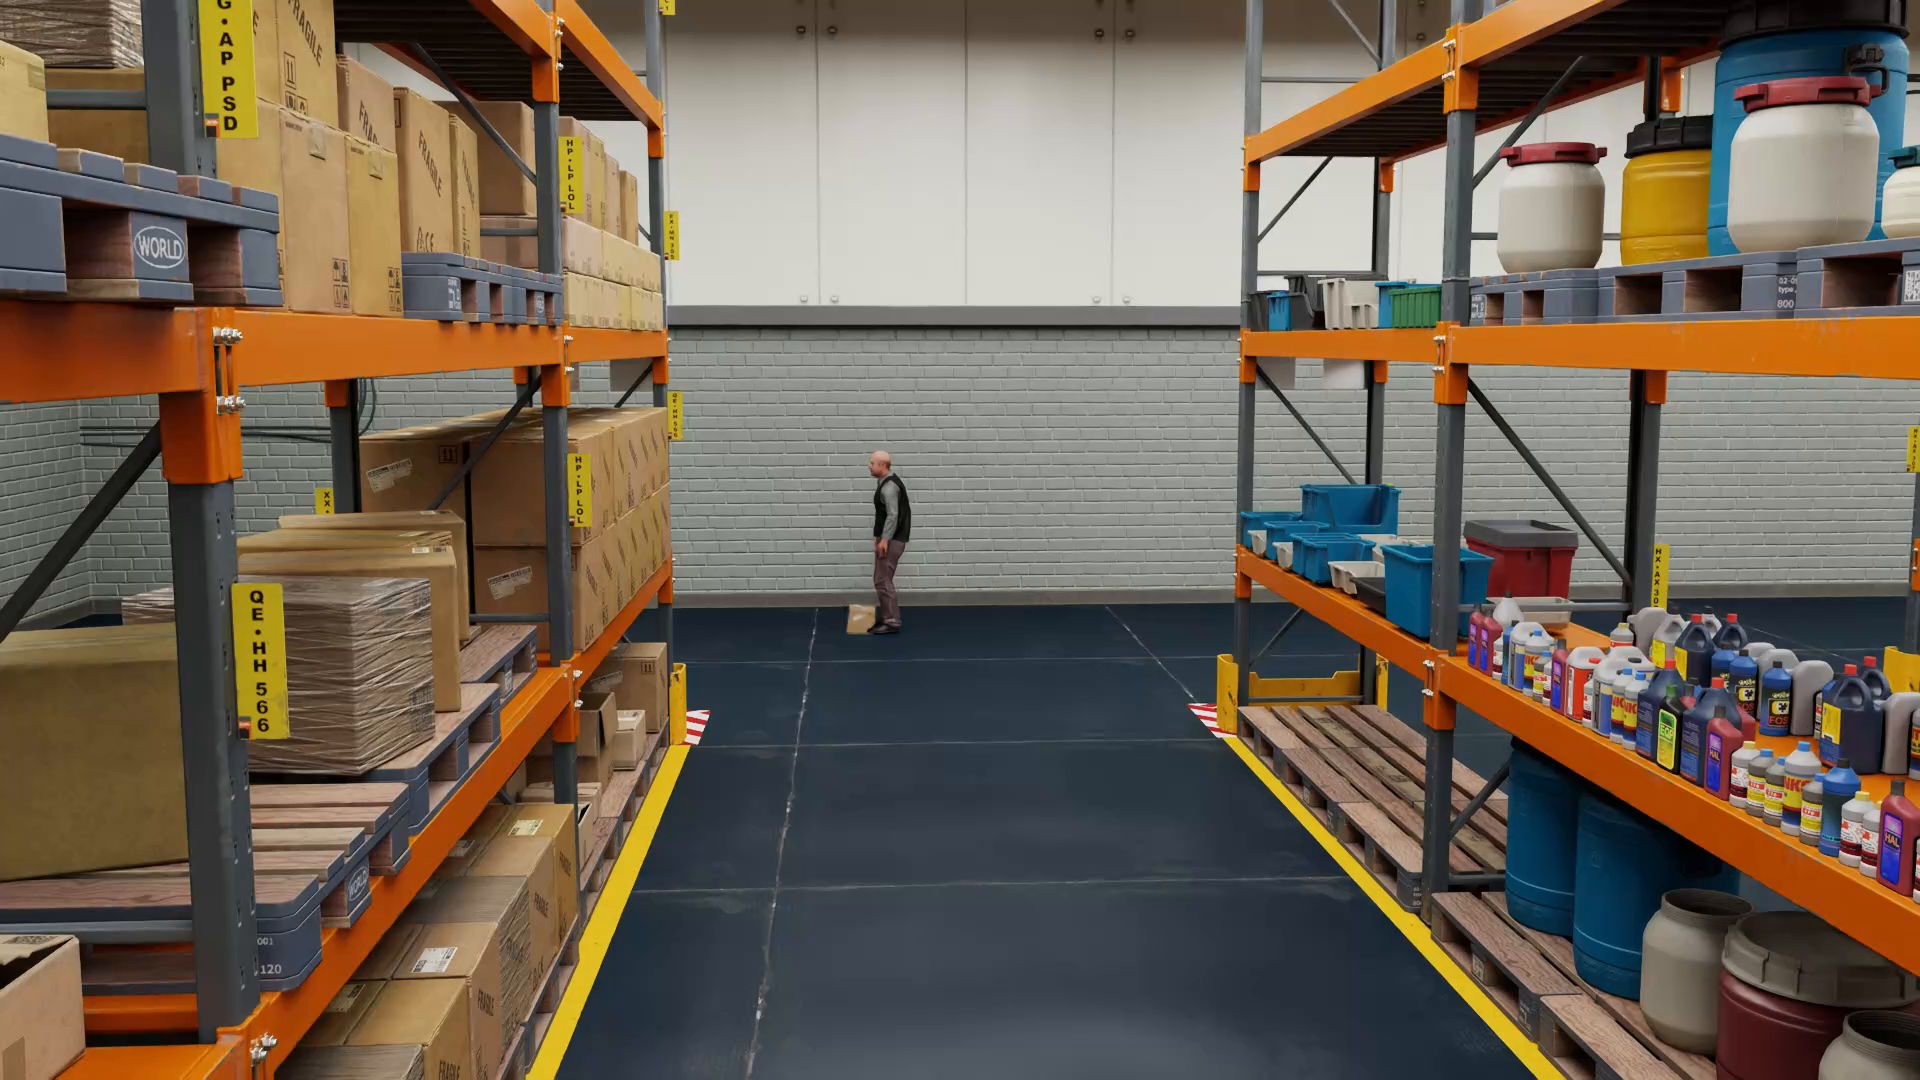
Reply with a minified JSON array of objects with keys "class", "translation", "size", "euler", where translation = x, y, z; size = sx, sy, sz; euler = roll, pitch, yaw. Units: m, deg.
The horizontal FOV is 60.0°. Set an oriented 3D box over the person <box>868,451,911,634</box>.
[{"class":"person","translation":[-0.673,0.064,15.737],"size":[0.421,1.619,0.570],"euler":[-1,7,-5]}]
